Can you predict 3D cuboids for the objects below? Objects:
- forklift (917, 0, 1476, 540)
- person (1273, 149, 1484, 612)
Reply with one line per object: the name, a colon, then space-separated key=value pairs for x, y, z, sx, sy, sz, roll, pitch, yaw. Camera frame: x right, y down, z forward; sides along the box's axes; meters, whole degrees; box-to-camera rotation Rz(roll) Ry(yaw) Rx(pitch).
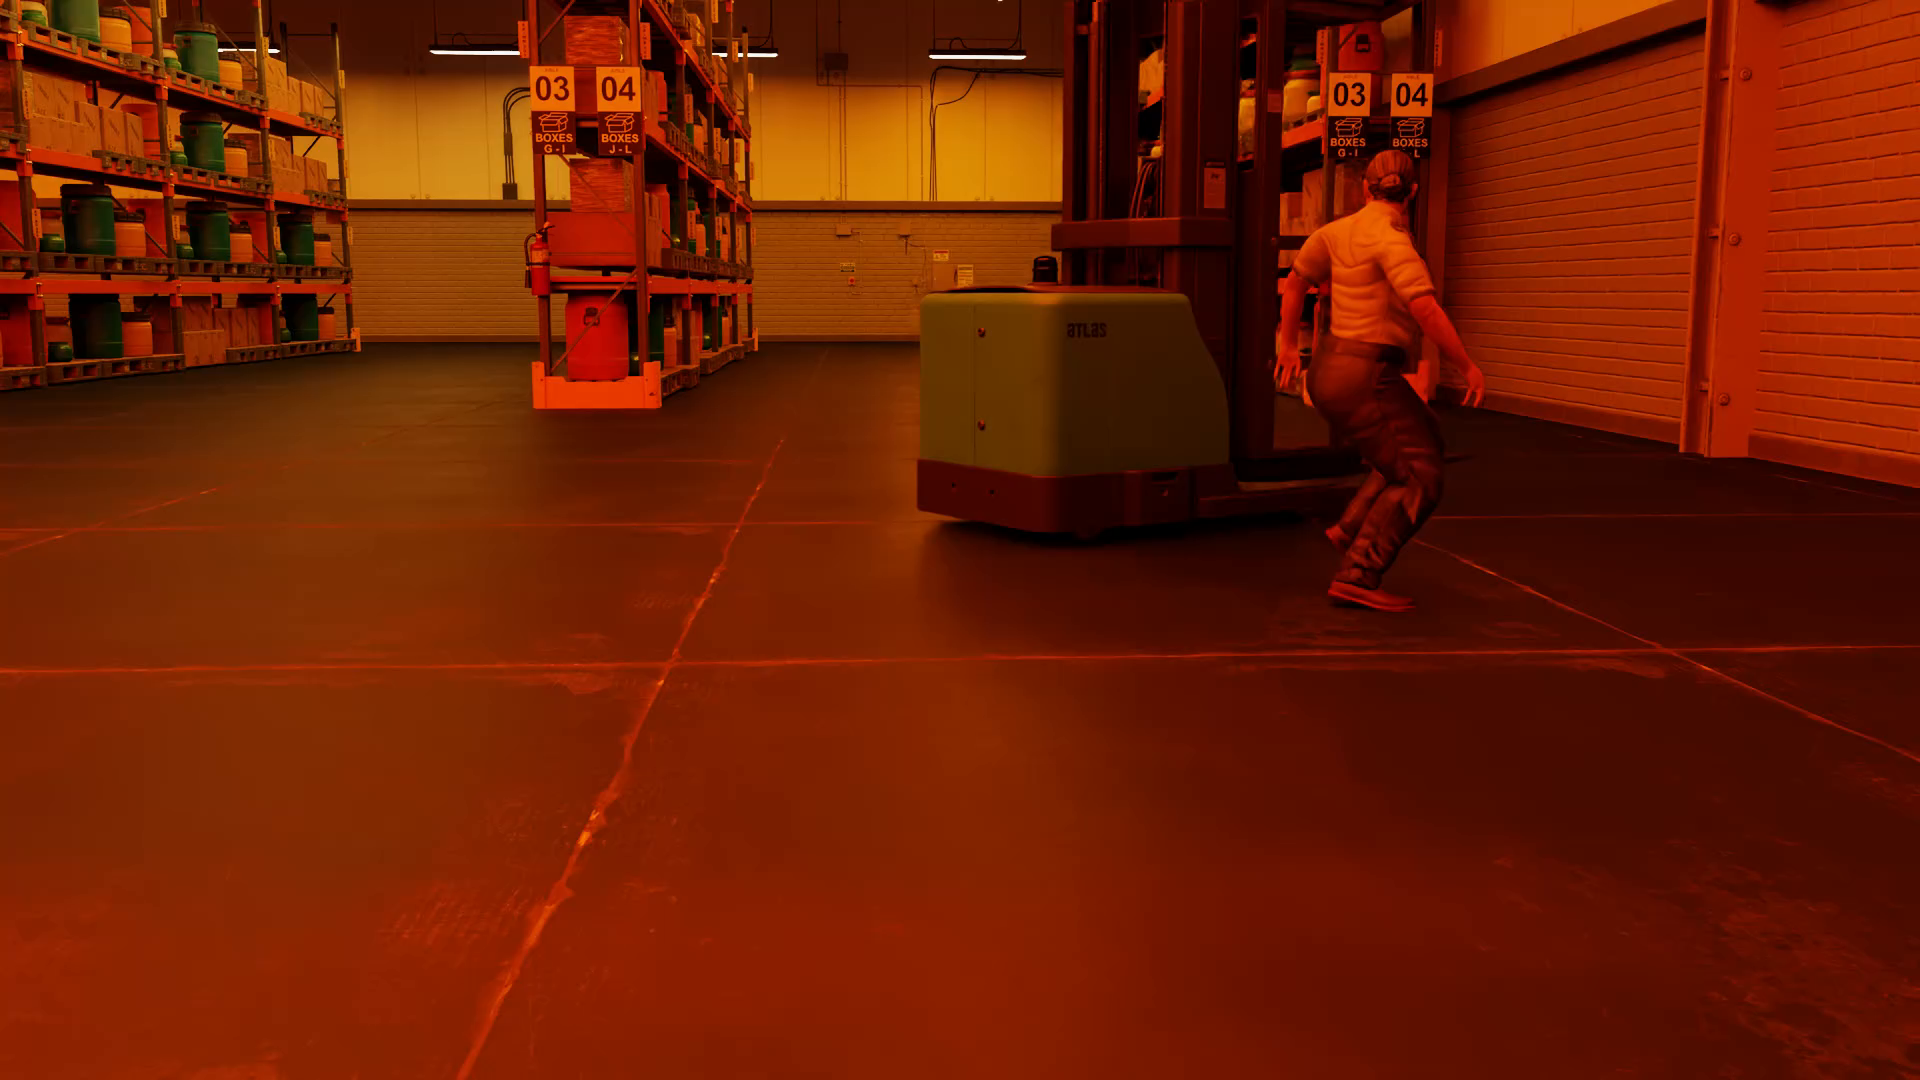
forklift: x=1.302 y=-1.591 z=8.046 sx=3.031 sy=2.935 sz=1.130 roll=-6 pitch=10 yaw=-34
person: x=1.451 y=-0.553 z=5.770 sx=0.619 sy=1.568 sz=0.706 roll=0 pitch=8 yaw=1
